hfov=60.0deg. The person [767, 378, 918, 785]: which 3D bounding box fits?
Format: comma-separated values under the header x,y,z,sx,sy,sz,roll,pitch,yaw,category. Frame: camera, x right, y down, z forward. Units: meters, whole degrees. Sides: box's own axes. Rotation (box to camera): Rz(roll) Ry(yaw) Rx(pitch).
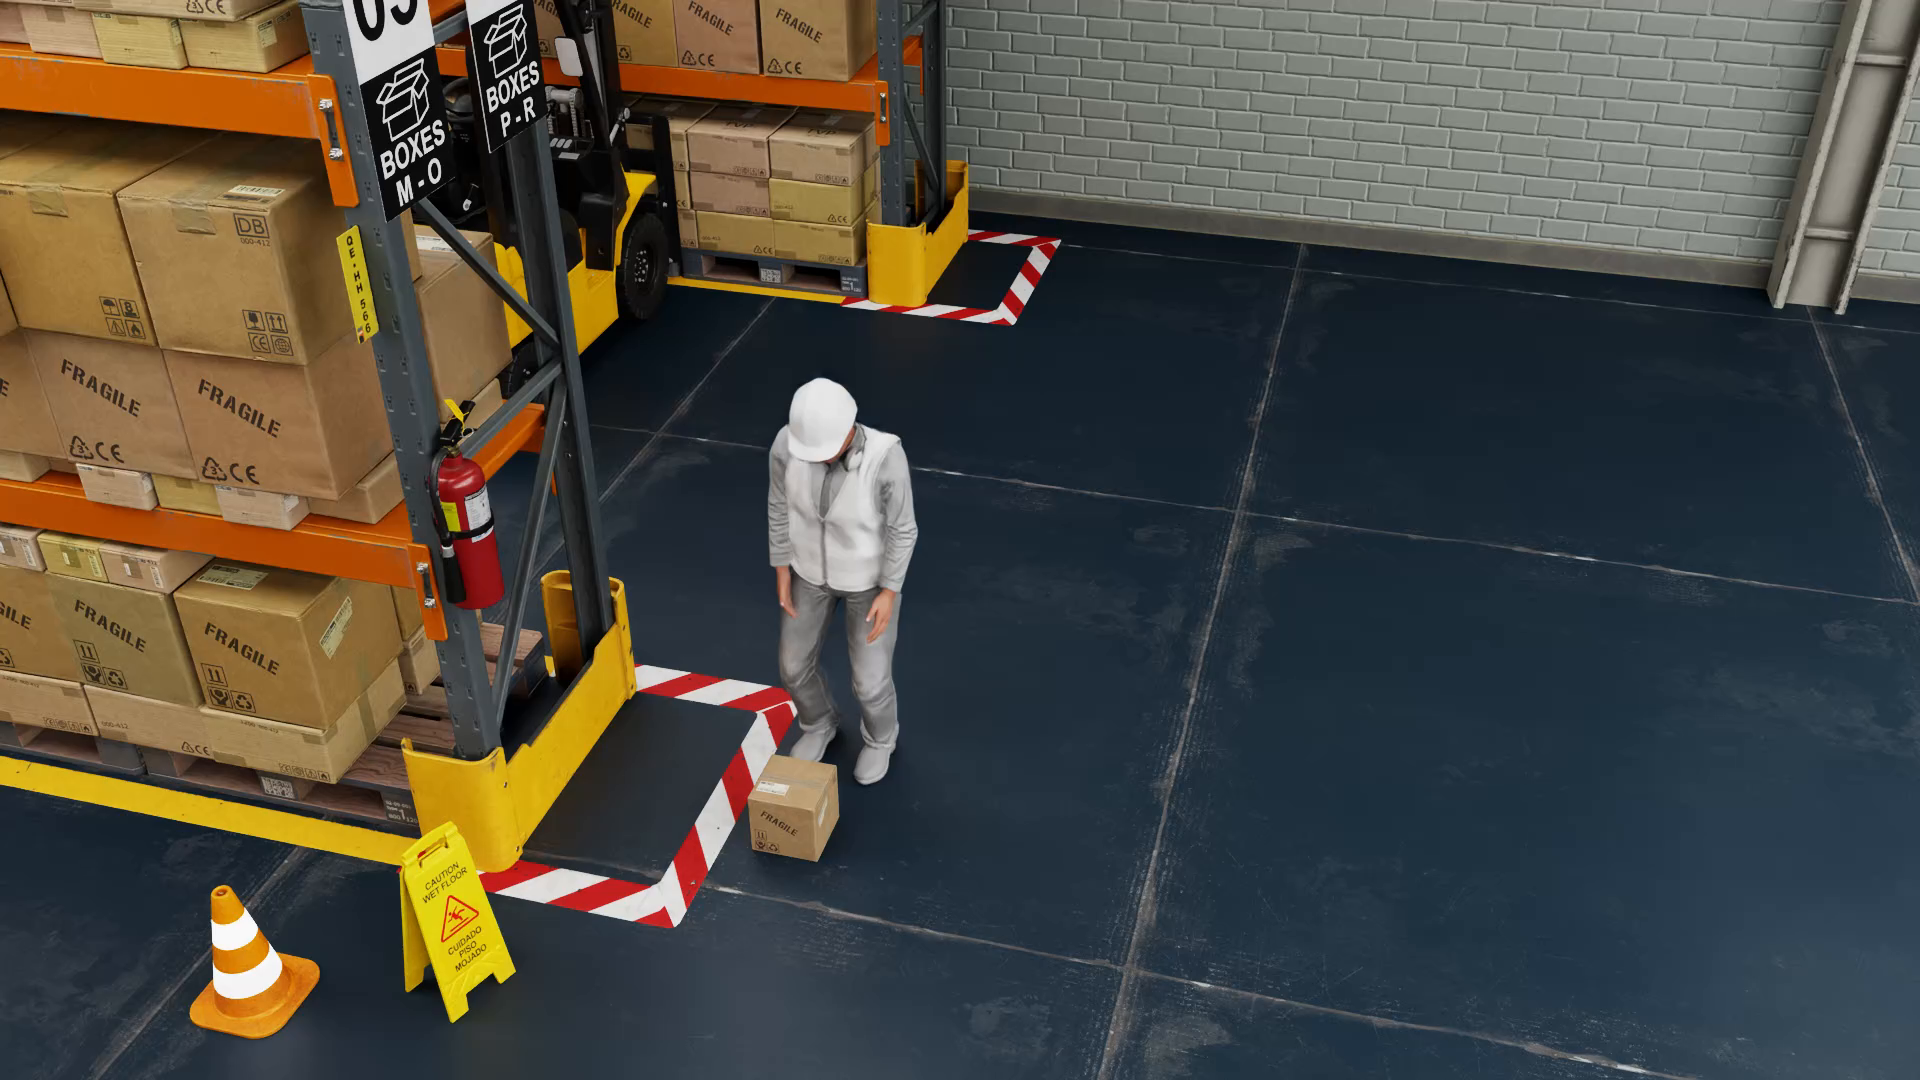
x,y,z,sx,sy,sz,roll,pitch,yaw,category
-0.417,0.134,5.986,0.567,1.695,0.516,12,34,18,person
